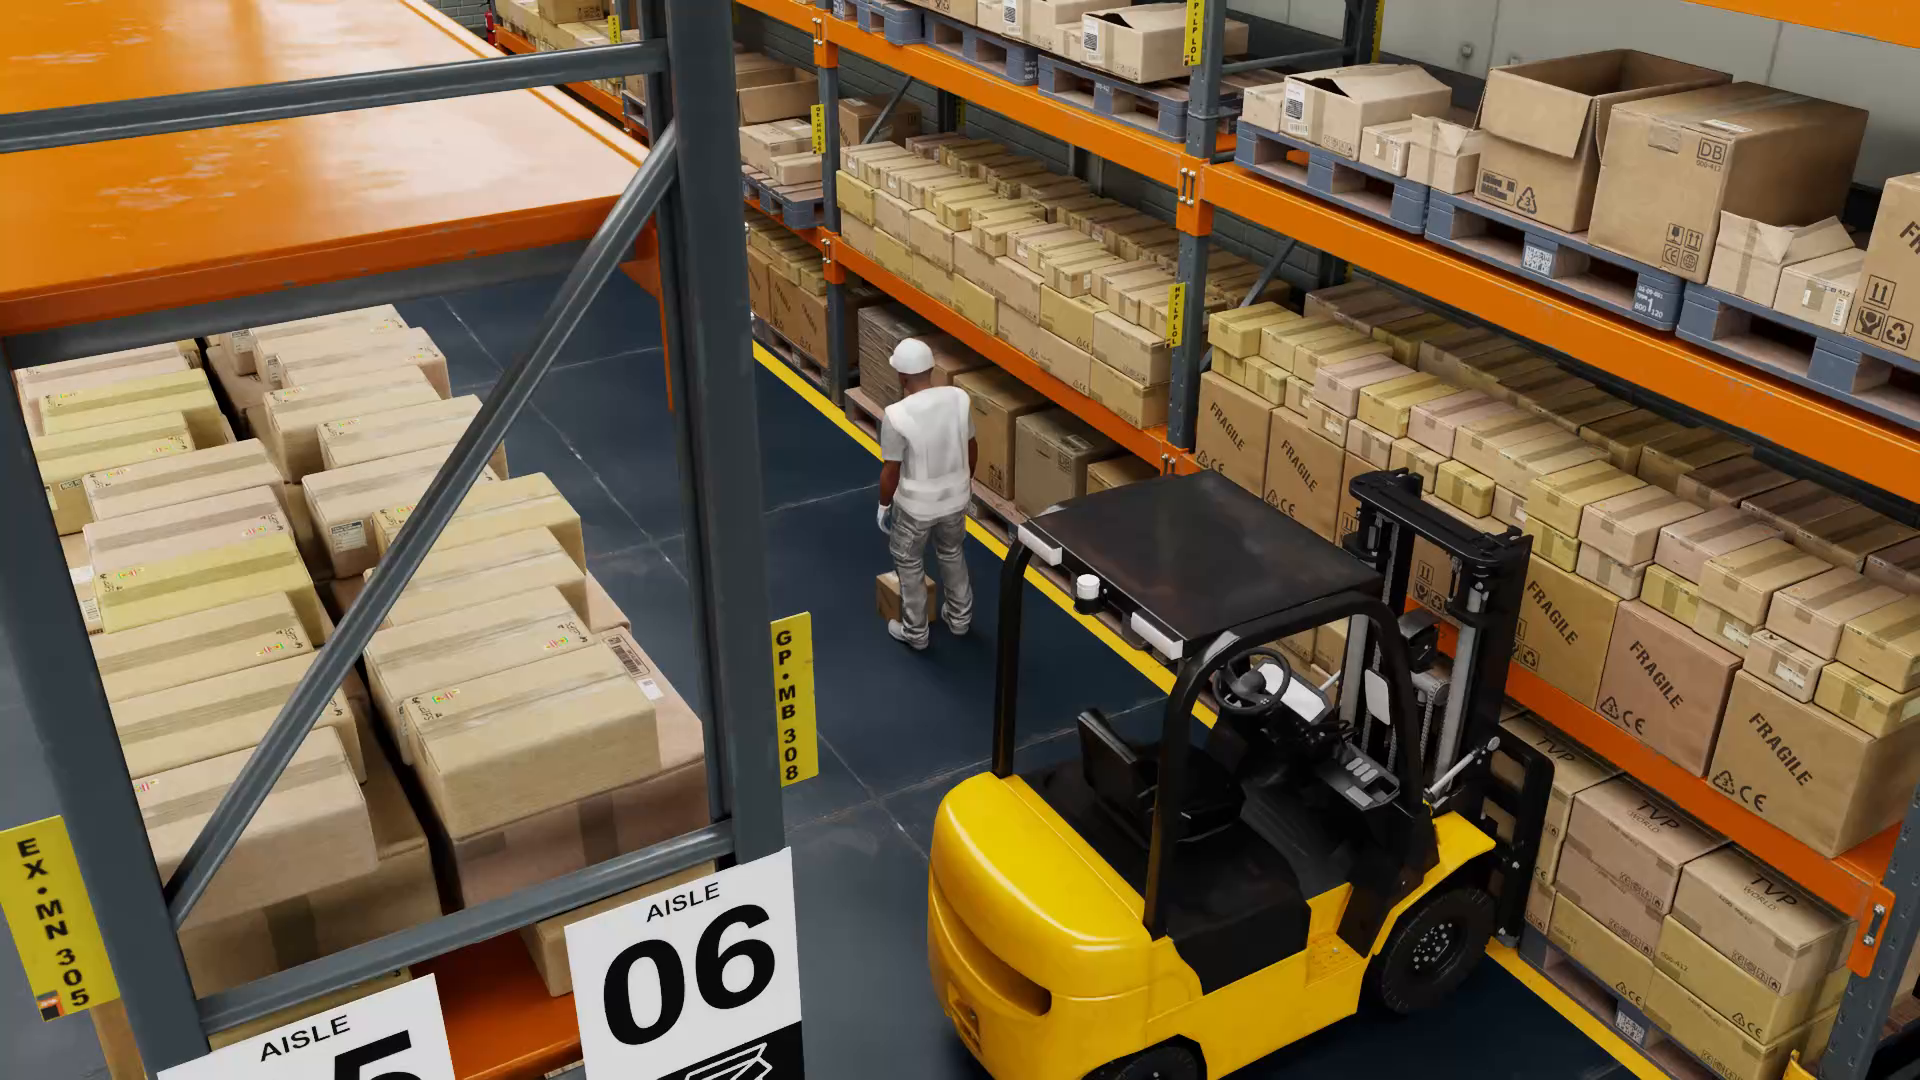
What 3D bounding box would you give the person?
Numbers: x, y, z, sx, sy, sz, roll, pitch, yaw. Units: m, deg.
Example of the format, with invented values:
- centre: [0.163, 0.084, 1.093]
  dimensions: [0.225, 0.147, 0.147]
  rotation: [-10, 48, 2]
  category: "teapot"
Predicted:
- centre: [-0.183, -0.239, 8.993]
  dimensions: [0.617, 1.772, 0.452]
  rotation: [-17, 33, -29]
  category: "person"
